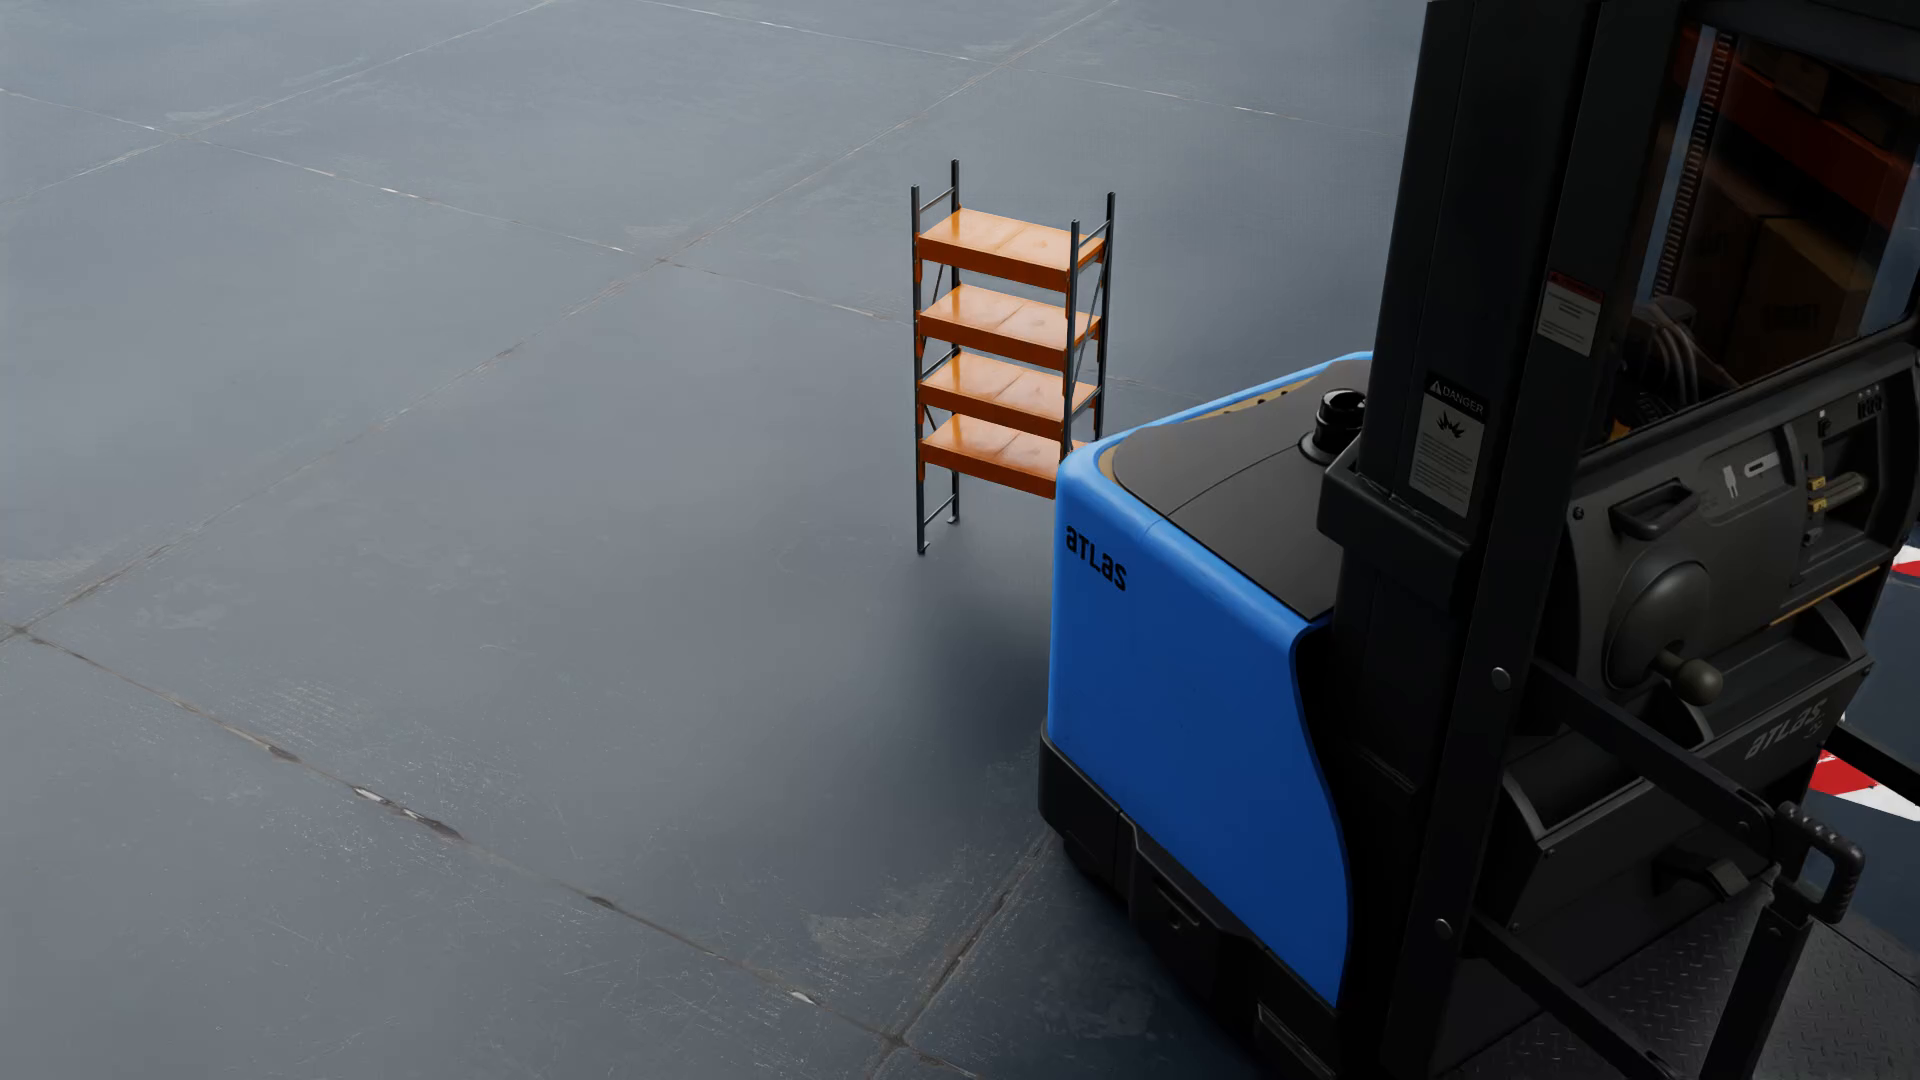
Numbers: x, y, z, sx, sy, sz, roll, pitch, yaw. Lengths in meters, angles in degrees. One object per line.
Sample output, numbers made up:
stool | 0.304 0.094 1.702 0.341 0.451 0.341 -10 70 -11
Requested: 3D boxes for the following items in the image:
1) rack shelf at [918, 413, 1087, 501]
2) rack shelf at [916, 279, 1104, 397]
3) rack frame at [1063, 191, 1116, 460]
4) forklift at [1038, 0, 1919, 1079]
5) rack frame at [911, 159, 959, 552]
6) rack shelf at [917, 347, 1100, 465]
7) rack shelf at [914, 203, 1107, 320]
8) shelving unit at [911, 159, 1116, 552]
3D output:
rack shelf | 0.144 -0.233 4.996 0.480 0.148 0.258 18 37 24
rack shelf | 0.144 -0.584 4.762 0.480 0.148 0.258 18 37 24
rack frame | 0.356 -0.387 4.748 0.015 1.200 0.240 18 37 24
forklift | 1.419 0.024 2.569 1.130 2.935 3.031 -20 38 -27
rack frame | -0.068 -0.521 4.950 0.015 1.200 0.240 18 37 24
rack shelf | 0.144 -0.398 4.886 0.480 0.148 0.258 18 37 24
rack shelf | 0.144 -0.781 4.631 0.480 0.148 0.258 18 37 24
shelving unit | 0.144 -0.454 4.849 0.503 1.200 0.258 18 37 24
